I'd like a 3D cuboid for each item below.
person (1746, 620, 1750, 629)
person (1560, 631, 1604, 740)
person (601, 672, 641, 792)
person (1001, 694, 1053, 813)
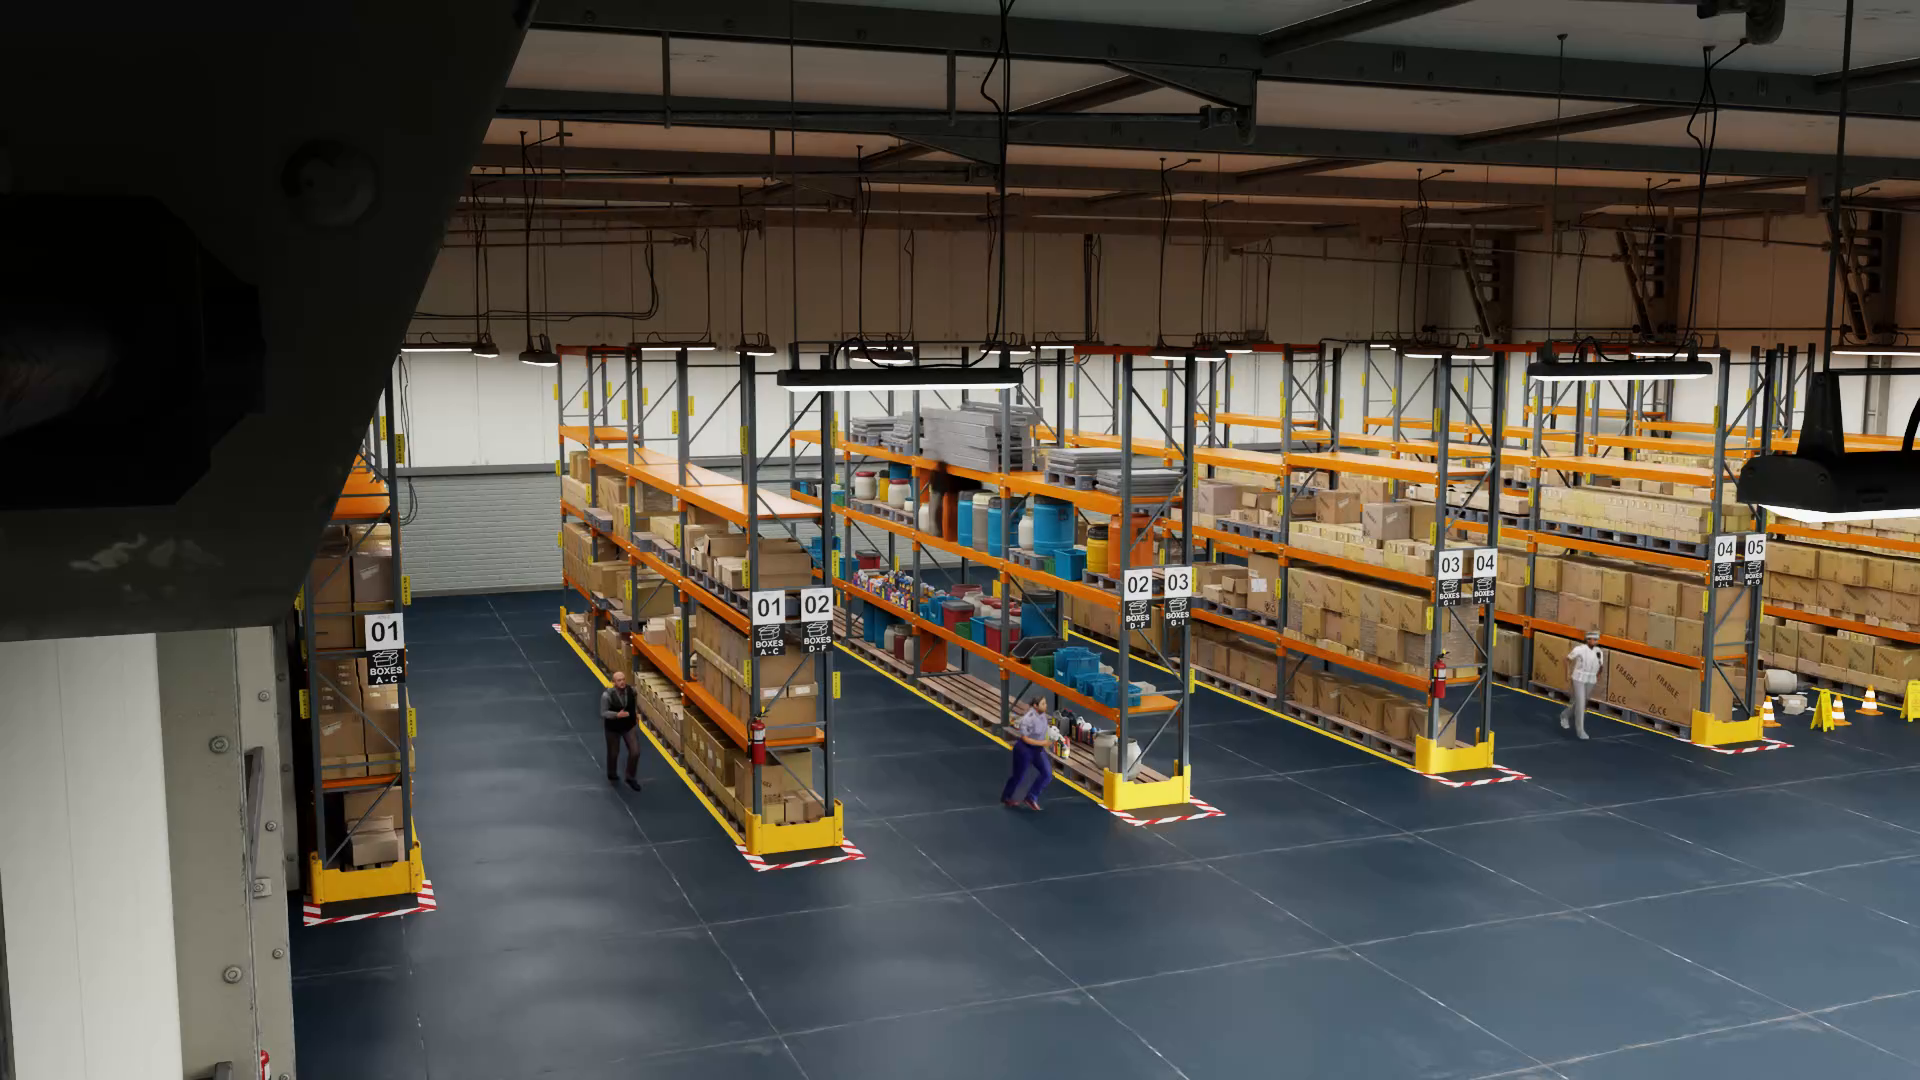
[{"bbox_3d":[15.857,1.119,34.122,0.659,1.750,0.926,-3,8,-24],"label":"person"},{"bbox_3d":[9.713,2.197,25.872,0.625,1.623,0.988,-2,7,-12],"label":"person"},{"bbox_3d":[-4.674,2.601,22.835,0.578,1.672,0.962,-3,8,-24],"label":"person"},{"bbox_3d":[0.870,2.793,21.849,0.760,1.616,0.576,6,9,40],"label":"person"}]
